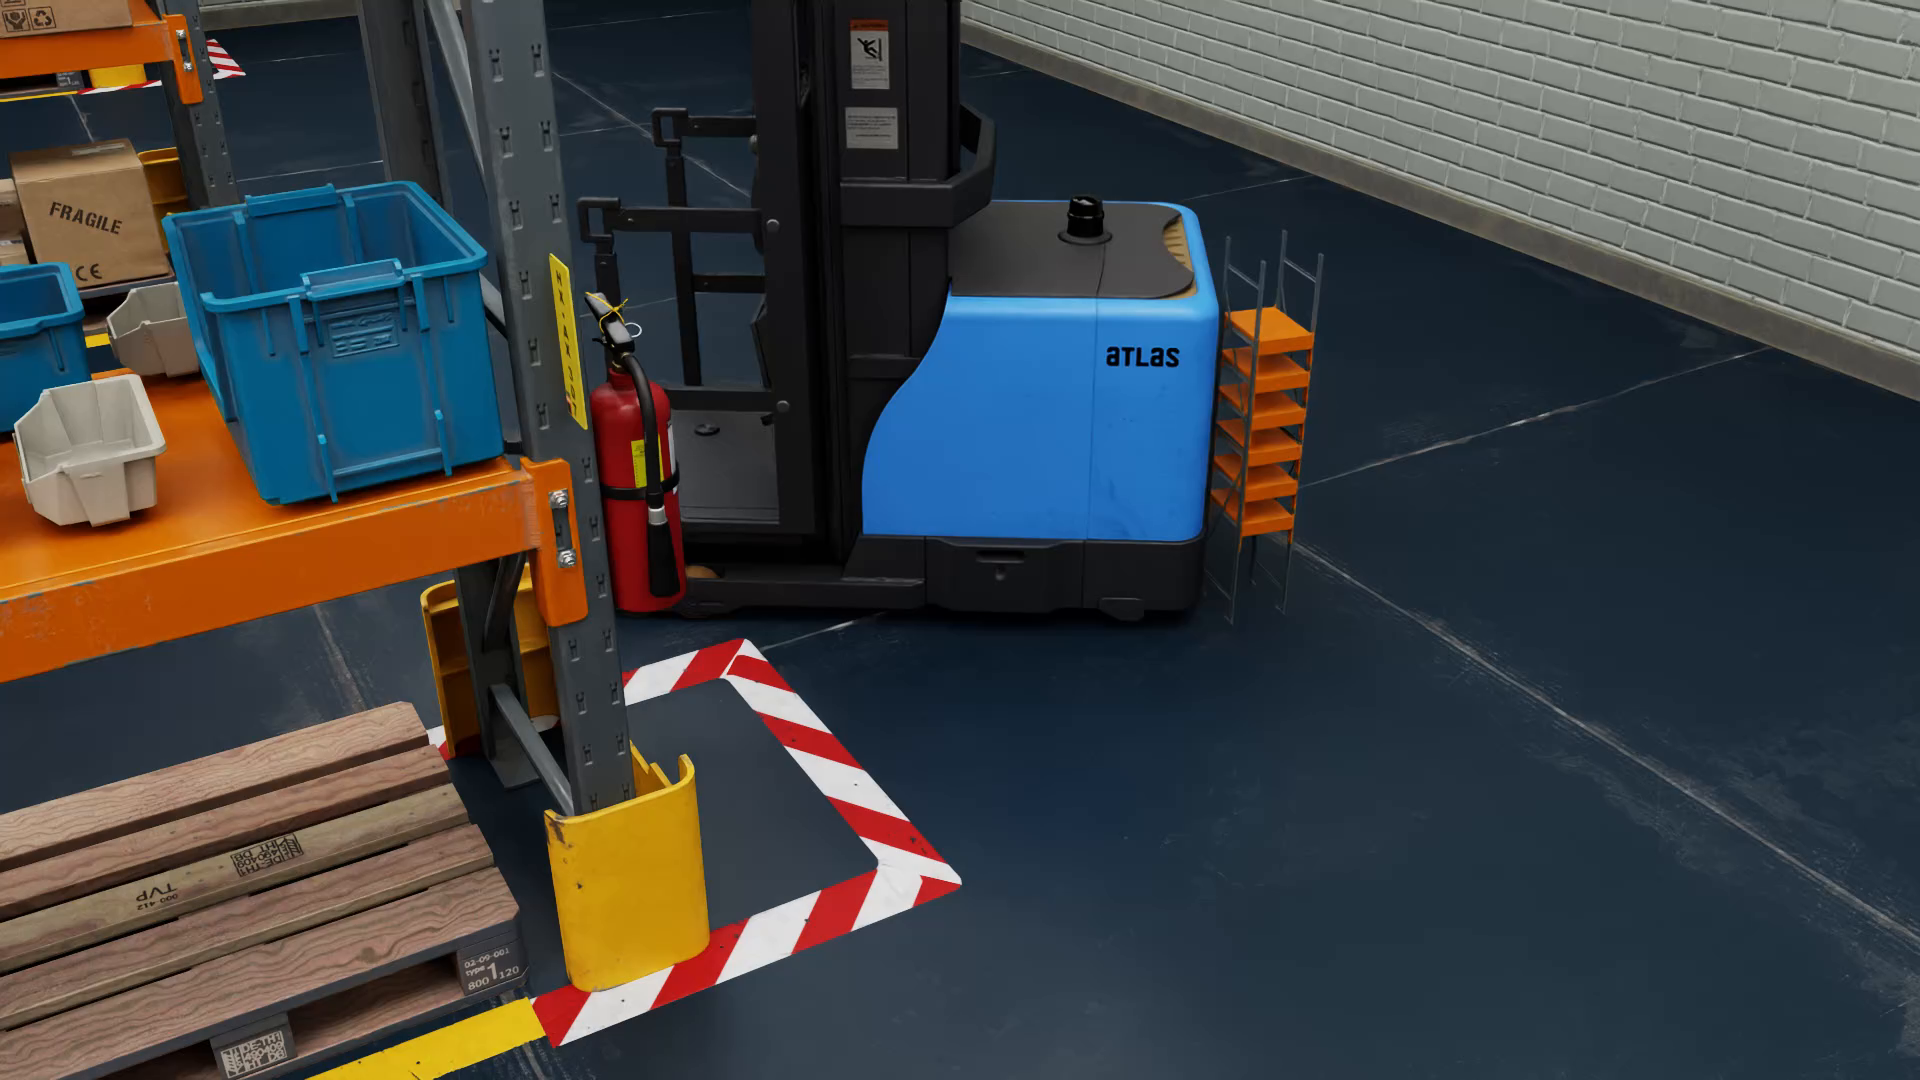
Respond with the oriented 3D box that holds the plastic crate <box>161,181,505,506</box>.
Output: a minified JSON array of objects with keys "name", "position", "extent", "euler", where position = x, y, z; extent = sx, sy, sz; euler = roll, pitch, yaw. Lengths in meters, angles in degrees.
[{"name":"plastic crate","position":[-1.229,-0.410,3.289],"extent":[0.499,0.435,0.616],"euler":[-16,33,-26]}]

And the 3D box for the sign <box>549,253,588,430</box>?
[{"name":"sign","position":[-0.743,-0.374,3.154],"extent":[0.005,0.325,0.100],"euler":[-16,33,-26]}]

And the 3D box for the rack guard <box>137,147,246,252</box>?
[{"name":"rack guard","position":[-3.607,-1.479,7.913],"extent":[0.348,0.500,1.175],"euler":[-16,33,-26]}]

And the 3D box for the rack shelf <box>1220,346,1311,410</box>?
[{"name":"rack shelf","position":[0.910,-0.497,5.004],"extent":[0.180,0.103,0.258],"euler":[-9,30,-16]}]

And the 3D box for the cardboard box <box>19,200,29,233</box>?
[{"name":"cardboard box","position":[-4.292,-1.524,7.883],"extent":[0.250,0.166,0.380],"euler":[-16,33,-26]}]

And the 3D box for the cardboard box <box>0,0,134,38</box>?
[{"name":"cardboard box","position":[-3.790,-2.413,6.914],"extent":[0.500,0.500,0.500],"euler":[-15,32,-25]}]

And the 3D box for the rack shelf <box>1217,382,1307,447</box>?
[{"name":"rack shelf","position":[0.910,-0.392,5.062],"extent":[0.180,0.103,0.258],"euler":[-9,30,-16]}]

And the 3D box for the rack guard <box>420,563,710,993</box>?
[{"name":"rack guard","position":[-1.021,0.555,4.226],"extent":[0.348,0.500,1.175],"euler":[-16,33,-26]}]

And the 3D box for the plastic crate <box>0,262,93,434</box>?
[{"name":"plastic crate","position":[-1.983,-0.396,3.475],"extent":[0.300,0.233,0.416],"euler":[-16,33,-26]}]

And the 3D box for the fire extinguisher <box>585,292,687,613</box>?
[{"name":"fire extinguisher","position":[-0.675,-0.178,3.434],"extent":[0.183,0.674,0.296],"euler":[-16,33,-26]}]

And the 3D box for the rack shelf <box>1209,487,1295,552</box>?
[{"name":"rack shelf","position":[0.910,-0.077,5.236],"extent":[0.180,0.103,0.258],"euler":[-9,30,-16]}]

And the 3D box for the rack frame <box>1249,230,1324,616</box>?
[{"name":"rack frame","position":[0.997,-0.339,5.123],"extent":[0.006,1.200,0.240],"euler":[-9,30,-16]}]

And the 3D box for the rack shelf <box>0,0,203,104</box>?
[{"name":"rack shelf","position":[-5.266,-1.788,6.629],"extent":[4.000,0.370,1.077],"euler":[-16,33,-26]}]

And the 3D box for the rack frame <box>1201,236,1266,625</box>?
[{"name":"rack frame","position":[0.823,-0.312,5.073],"extent":[0.006,1.200,0.240],"euler":[-9,30,-16]}]

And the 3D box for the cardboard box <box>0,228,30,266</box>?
[{"name":"cardboard box","position":[-4.280,-1.247,7.382],"extent":[0.250,0.166,0.380],"euler":[-16,33,-26]}]

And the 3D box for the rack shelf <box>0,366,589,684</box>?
[{"name":"rack shelf","position":[-2.760,0.277,2.888],"extent":[4.000,0.370,1.077],"euler":[-16,33,-26]}]

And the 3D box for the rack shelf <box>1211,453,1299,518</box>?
[{"name":"rack shelf","position":[0.910,-0.182,5.178],"extent":[0.180,0.103,0.258],"euler":[-9,30,-16]}]

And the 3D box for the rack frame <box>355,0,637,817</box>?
[{"name":"rack frame","position":[-1.035,-0.528,3.602],"extent":[0.127,3.000,1.000],"euler":[-16,33,-26]}]

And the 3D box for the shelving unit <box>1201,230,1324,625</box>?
[{"name":"shelving unit","position":[0.910,-0.326,5.098],"extent":[0.189,1.200,0.258],"euler":[-9,30,-16]}]

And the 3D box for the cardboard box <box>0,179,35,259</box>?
[{"name":"cardboard box","position":[-4.585,-1.443,7.652],"extent":[0.500,0.250,0.500],"euler":[-16,33,-26]}]

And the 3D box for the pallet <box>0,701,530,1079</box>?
[{"name":"pallet","position":[-1.766,0.879,3.939],"extent":[1.213,0.211,1.003],"euler":[-16,33,-26]}]

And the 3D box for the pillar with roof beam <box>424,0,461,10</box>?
[{"name":"pillar with roof beam","position":[-1.984,-6.509,8.231],"extent":[0.400,9.000,9.100],"euler":[-16,33,-26]}]

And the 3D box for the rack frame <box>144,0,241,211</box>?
[{"name":"rack frame","position":[-3.542,-2.592,7.342],"extent":[0.127,3.000,1.000],"euler":[-16,33,-26]}]

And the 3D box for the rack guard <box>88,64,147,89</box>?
[{"name":"rack guard","position":[-6.034,-3.566,11.695],"extent":[0.348,0.500,1.175],"euler":[-16,33,-26]}]

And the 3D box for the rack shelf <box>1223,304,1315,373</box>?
[{"name":"rack shelf","position":[0.910,-0.602,4.946],"extent":[0.180,0.103,0.258],"euler":[-9,30,-16]}]

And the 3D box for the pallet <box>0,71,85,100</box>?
[{"name":"pallet","position":[-6.704,-3.205,11.340],"extent":[1.213,0.211,1.003],"euler":[-16,33,-26]}]

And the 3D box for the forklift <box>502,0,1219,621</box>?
[{"name":"forklift","position":[-0.726,-1.286,5.047],"extent":[3.031,2.935,1.130],"euler":[1,29,3]}]

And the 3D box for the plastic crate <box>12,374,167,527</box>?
[{"name":"plastic crate","position":[-1.647,-0.163,3.153],"extent":[0.243,0.136,0.396],"euler":[-16,33,-26]}]

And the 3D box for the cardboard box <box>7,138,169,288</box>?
[{"name":"cardboard box","position":[-3.886,-1.455,7.413],"extent":[0.500,0.500,0.500],"euler":[-16,33,-26]}]

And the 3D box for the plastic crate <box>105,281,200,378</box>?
[{"name":"plastic crate","position":[-1.734,-0.471,3.710],"extent":[0.298,0.136,0.250],"euler":[-16,33,-26]}]

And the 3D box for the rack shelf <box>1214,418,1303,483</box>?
[{"name":"rack shelf","position":[0.910,-0.287,5.120],"extent":[0.180,0.103,0.258],"euler":[-9,30,-16]}]

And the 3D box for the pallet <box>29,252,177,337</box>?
[{"name":"pallet","position":[-4.294,-1.157,7.628],"extent":[1.213,0.211,1.003],"euler":[-16,33,-26]}]
